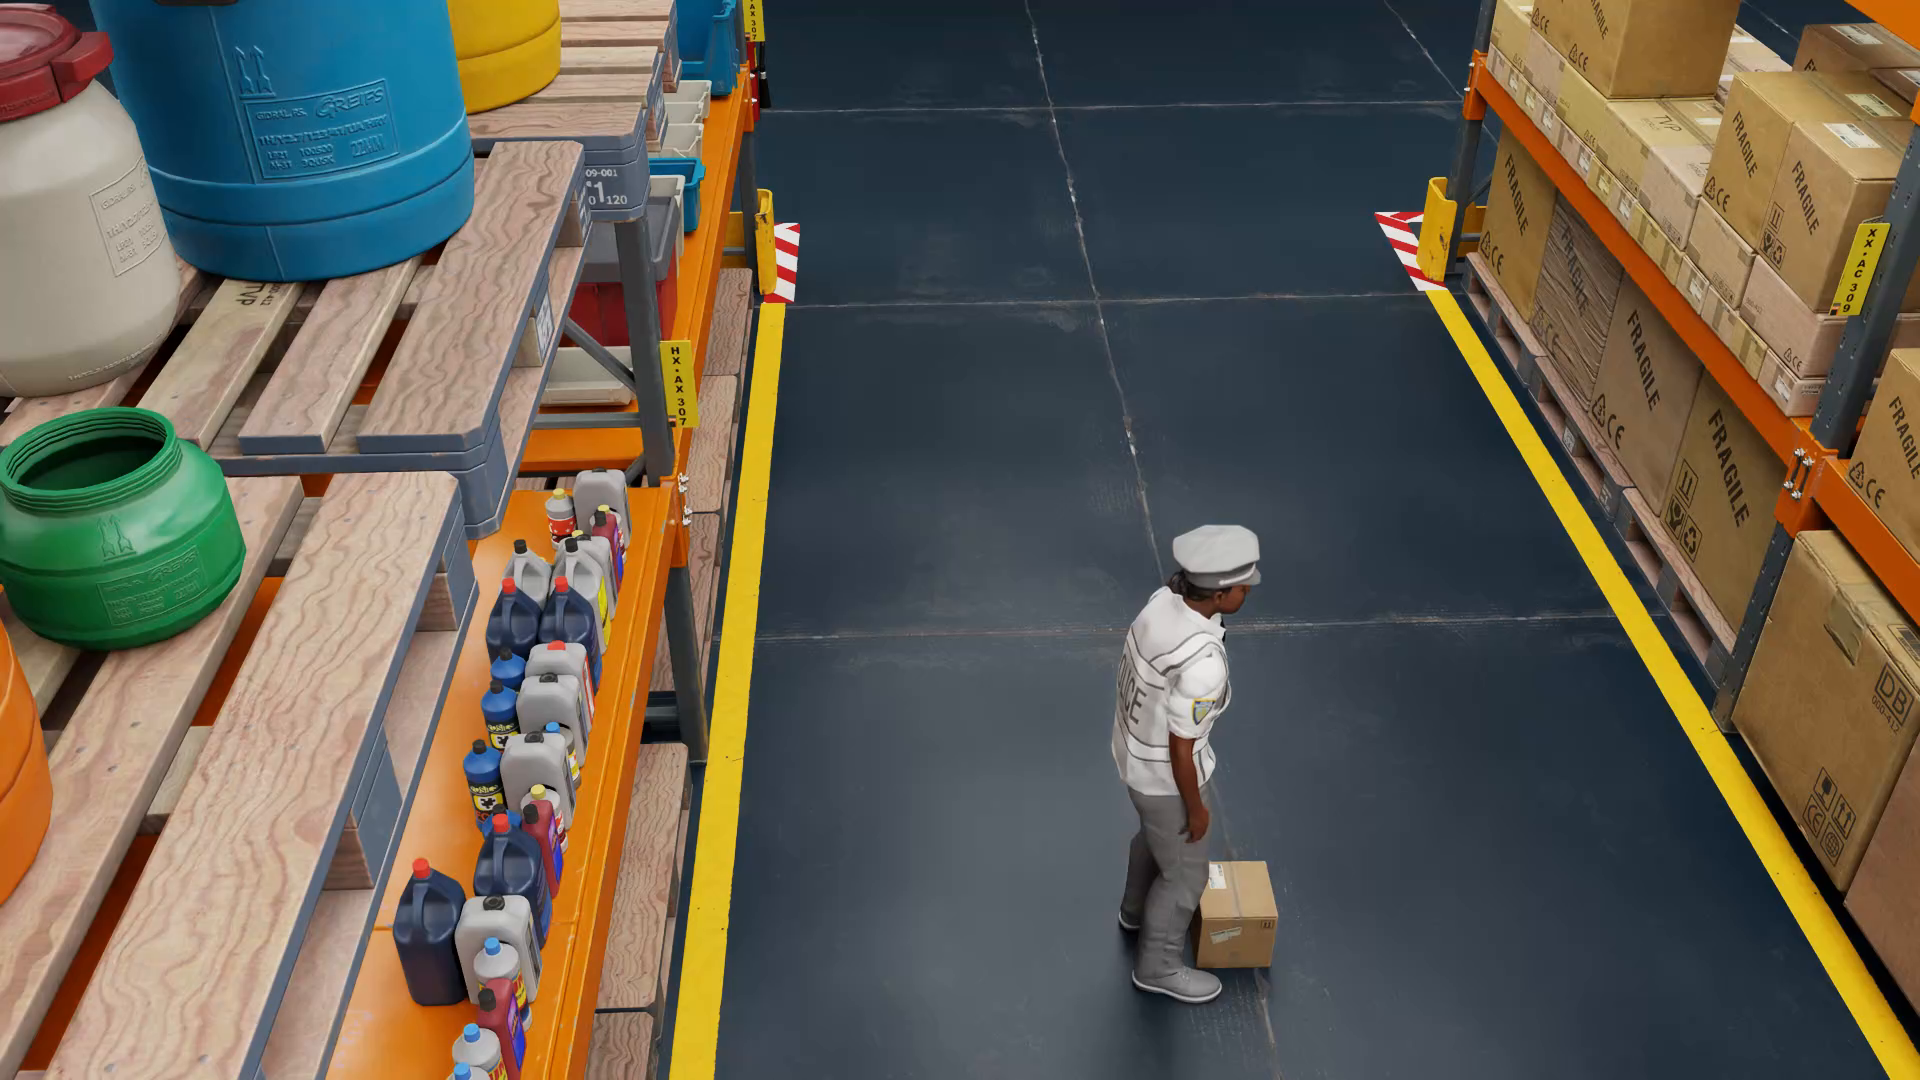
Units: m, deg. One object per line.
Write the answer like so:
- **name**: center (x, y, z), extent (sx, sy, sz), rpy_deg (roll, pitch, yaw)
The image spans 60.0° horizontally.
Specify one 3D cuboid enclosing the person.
- **person**: center (0.675, 0.700, 5.164), extent (0.396, 1.657, 0.520), rpy_deg (-3, 36, -5)
